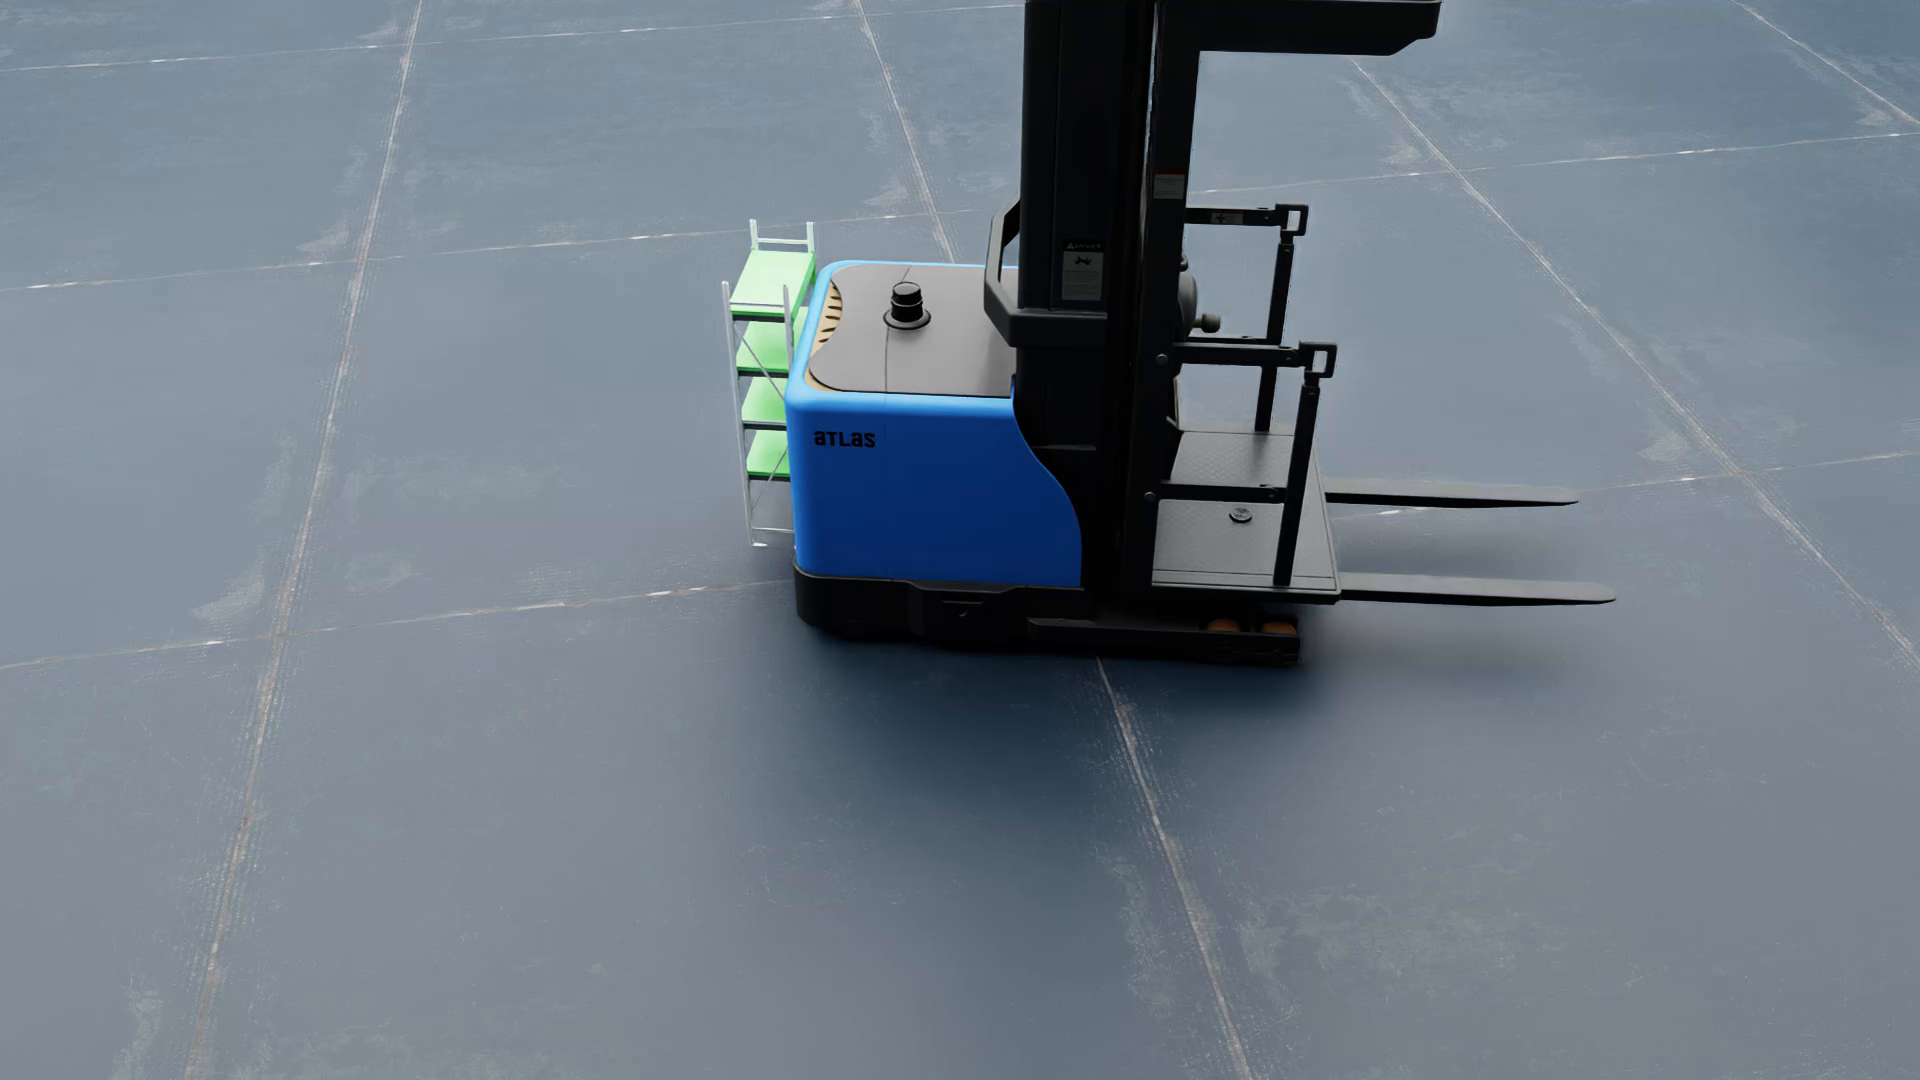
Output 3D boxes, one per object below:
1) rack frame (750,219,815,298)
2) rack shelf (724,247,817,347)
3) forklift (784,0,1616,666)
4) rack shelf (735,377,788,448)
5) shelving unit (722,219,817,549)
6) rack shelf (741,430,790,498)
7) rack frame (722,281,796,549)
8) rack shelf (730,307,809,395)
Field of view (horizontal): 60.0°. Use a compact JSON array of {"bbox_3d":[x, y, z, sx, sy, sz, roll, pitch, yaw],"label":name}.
[{"bbox_3d":[-0.682,-0.744,6.728,0.240,1.200,0.015,4,38,5],"label":"rack frame"},{"bbox_3d":[-0.709,-0.923,6.282,0.258,0.148,0.480,4,38,5],"label":"rack shelf"},{"bbox_3d":[0.924,-1.033,5.691,3.031,2.935,1.130,3,38,3],"label":"forklift"},{"bbox_3d":[-0.708,-0.544,6.576,0.258,0.148,0.480,4,38,5],"label":"rack shelf"},{"bbox_3d":[-0.708,-0.595,6.537,0.258,1.200,0.503,4,38,5],"label":"shelving unit"},{"bbox_3d":[-0.707,-0.355,6.723,0.258,0.148,0.480,4,38,5],"label":"rack shelf"},{"bbox_3d":[-0.734,-0.446,6.345,0.240,1.200,0.015,4,38,5],"label":"rack frame"},{"bbox_3d":[-0.709,-0.734,6.429,0.258,0.148,0.480,4,38,5],"label":"rack shelf"}]
